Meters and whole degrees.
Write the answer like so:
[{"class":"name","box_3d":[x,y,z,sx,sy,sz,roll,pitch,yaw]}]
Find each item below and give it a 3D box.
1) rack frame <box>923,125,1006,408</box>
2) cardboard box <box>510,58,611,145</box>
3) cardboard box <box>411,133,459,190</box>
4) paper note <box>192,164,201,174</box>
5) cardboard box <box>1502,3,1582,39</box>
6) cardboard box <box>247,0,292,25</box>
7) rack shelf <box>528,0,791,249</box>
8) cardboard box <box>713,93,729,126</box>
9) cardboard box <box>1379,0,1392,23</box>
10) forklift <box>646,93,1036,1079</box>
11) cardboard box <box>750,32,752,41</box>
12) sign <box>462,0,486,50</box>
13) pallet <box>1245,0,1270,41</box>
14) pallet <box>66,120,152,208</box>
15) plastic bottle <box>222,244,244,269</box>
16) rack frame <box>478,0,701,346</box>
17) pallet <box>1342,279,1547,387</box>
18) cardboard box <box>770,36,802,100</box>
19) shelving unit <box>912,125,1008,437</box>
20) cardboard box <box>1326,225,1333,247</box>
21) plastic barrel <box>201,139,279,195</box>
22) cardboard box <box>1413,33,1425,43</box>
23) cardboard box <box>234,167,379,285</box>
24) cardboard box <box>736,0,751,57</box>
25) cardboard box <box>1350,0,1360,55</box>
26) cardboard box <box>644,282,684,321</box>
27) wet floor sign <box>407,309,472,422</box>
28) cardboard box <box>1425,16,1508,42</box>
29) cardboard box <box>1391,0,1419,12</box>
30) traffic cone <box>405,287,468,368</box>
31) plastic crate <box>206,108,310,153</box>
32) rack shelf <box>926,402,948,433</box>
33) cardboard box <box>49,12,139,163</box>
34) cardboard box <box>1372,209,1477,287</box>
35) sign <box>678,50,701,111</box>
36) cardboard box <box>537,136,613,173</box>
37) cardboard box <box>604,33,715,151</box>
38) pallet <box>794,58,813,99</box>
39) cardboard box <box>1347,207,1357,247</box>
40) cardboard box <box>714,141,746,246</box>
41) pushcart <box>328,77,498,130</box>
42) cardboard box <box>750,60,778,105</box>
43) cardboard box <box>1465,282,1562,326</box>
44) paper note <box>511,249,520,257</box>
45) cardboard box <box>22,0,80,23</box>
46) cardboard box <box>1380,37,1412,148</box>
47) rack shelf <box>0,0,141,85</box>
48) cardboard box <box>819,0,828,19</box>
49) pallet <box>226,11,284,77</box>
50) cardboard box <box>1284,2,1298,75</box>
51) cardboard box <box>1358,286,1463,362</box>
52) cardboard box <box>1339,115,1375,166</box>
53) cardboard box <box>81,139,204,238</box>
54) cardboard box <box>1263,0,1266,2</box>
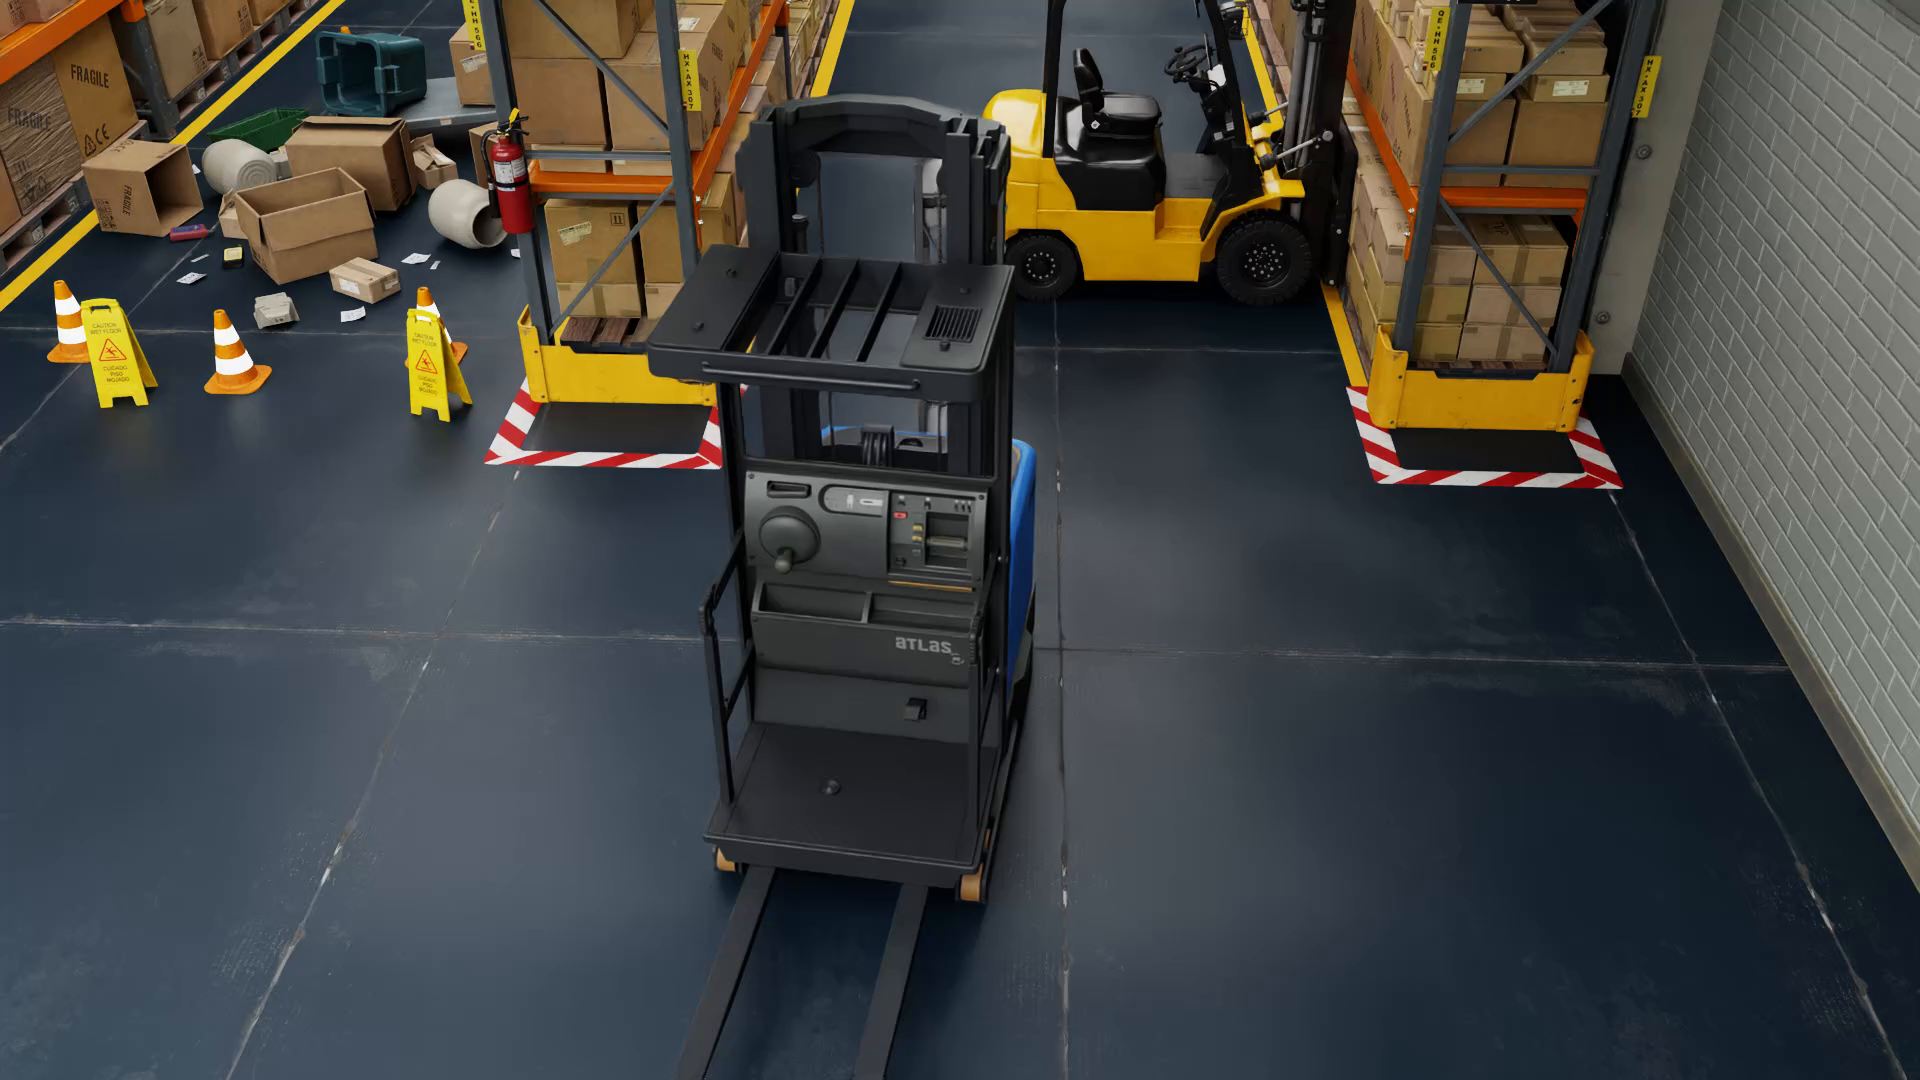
[{"class":"rack frame","box_3d":[0.016,-1.094,8.427,0.400,2.100,0.015,1,35,2]},{"class":"cardboard box","box_3d":[-2.227,-2.568,9.395,0.500,0.500,0.500,1,35,1]},{"class":"cardboard box","box_3d":[-3.990,-2.848,12.517,0.258,0.266,0.396,-24,42,-30]},{"class":"paper note","box_3d":[-5.885,-2.820,12.681,0.147,0.020,0.142,-24,42,-30]},{"class":"cardboard box","box_3d":[3.254,-2.892,9.292,0.380,0.149,0.250,2,35,3]},{"class":"cardboard box","box_3d":[-6.748,-5.141,14.993,1.050,0.750,0.750,2,35,3]},{"class":"rack shelf","box_3d":[-1.893,-2.942,10.898,1.077,0.370,4.000,1,35,2]},{"class":"cardboard box","box_3d":[-1.609,-2.615,10.027,0.380,0.149,0.250,2,35,3]},{"class":"cardboard box","box_3d":[2.747,-3.224,10.023,0.380,0.149,0.250,2,35,2]},{"class":"forklift","box_3d":[-0.392,0.020,6.119,1.130,2.935,3.031,5,35,8]},{"class":"cardboard box","box_3d":[-1.599,-3.360,11.087,0.380,0.149,0.250,1,35,1]},{"class":"sign","box_3d":[-2.527,-2.714,8.667,0.100,0.325,0.005,1,35,2]},{"class":"pallet","box_3d":[3.236,-4.958,15.566,1.003,0.211,1.213,1,35,2]},{"class":"pallet","box_3d":[-6.872,-2.865,12.589,1.003,0.211,1.213,1,35,2]},{"class":"plastic bottle","box_3d":[-4.990,-1.952,11.420,0.133,0.061,0.283,-10,36,-14]},{"class":"rack frame","box_3d":[-1.973,-2.087,9.056,1.000,3.000,0.127,1,35,2]},{"class":"pallet","box_3d":[2.975,-1.274,10.325,1.003,0.211,1.213,1,35,2]},{"class":"cardboard box","box_3d":[-1.794,-3.783,13.390,0.950,0.372,0.625,2,35,2]},{"class":"shelving unit","box_3d":[0.007,-0.954,8.227,0.431,2.100,0.503,1,35,2]},{"class":"cardboard box","box_3d":[2.747,-2.170,11.201,0.500,0.250,0.500,2,35,3]},{"class":"plastic barrel","box_3d":[-5.276,-2.700,12.169,0.512,0.421,0.421,28,44,33]},{"class":"cardboard box","box_3d":[2.773,-2.782,9.394,0.380,0.149,0.250,2,35,3]},{"class":"cardboard box","box_3d":[-4.433,-2.133,11.293,0.797,0.503,0.637,-24,42,-30]},{"class":"cardboard box","box_3d":[-1.628,-3.398,10.576,0.500,0.500,0.500,1,35,1]},{"class":"cardboard box","box_3d":[2.845,-3.474,10.943,0.500,0.500,0.500,1,35,1]},{"class":"cardboard box","box_3d":[-1.665,-1.591,10.377,0.500,0.250,0.500,1,35,1]},{"class":"wet floor sign","box_3d":[-3.050,-1.039,9.613,0.267,0.644,0.232,13,37,18]},{"class":"cardboard box","box_3d":[2.769,-2.755,9.098,0.380,0.149,0.250,1,35,2]},{"class":"cardboard box","box_3d":[2.736,-3.200,9.730,0.380,0.149,0.250,2,35,3]},{"class":"traffic cone","box_3d":[-3.245,-1.326,10.180,0.336,0.463,0.334,1,35,2]},{"class":"plastic crate","box_3d":[-5.461,-3.184,13.013,0.450,0.188,0.662,11,35,32]},{"class":"rack shelf","box_3d":[0.007,-0.370,8.638,0.431,0.518,0.480,1,35,2]},{"class":"cardboard box","box_3d":[-6.858,-3.384,12.385,0.875,0.875,0.875,2,35,3]},{"class":"cardboard box","box_3d":[2.693,-1.702,9.665,0.500,0.250,0.500,2,35,3]},{"class":"sign","box_3d":[-1.431,-2.429,8.790,0.100,0.325,0.005,1,35,2]},{"class":"cardboard box","box_3d":[-2.172,-2.204,9.441,0.380,0.149,0.250,2,35,3]},{"class":"cardboard box","box_3d":[-1.677,-2.515,9.320,0.500,0.500,0.500,1,35,1]},{"class":"pallet","box_3d":[-1.783,-3.692,13.765,1.003,0.211,1.213,1,35,2]},{"class":"cardboard box","box_3d":[2.724,-2.098,10.663,0.500,0.250,0.500,1,35,1]},{"class":"cardboard box","box_3d":[-1.648,-2.212,10.608,0.500,0.500,0.500,0,35,0]},{"class":"pushcart","box_3d":[-4.093,-3.336,13.114,1.648,0.377,0.936,-10,36,-14]},{"class":"cardboard box","box_3d":[-1.587,-3.100,11.872,0.500,0.500,0.500,2,35,3]},{"class":"cardboard box","box_3d":[3.213,-1.491,9.800,0.500,0.250,0.500,2,35,3]},{"class":"paper note","box_3d":[-3.031,-1.996,11.509,0.142,0.019,0.148,-10,36,-14]},{"class":"cardboard box","box_3d":[-6.765,-3.974,11.611,0.875,0.550,0.550,1,35,2]},{"class":"cardboard box","box_3d":[2.774,-2.602,9.702,0.500,0.500,0.500,2,35,3]},{"class":"rack shelf","box_3d":[-6.843,-2.998,10.978,1.077,0.370,4.000,1,35,2]},{"class":"cardboard box","box_3d":[-1.706,-5.031,15.166,0.950,0.372,0.625,1,35,1]},{"class":"pallet","box_3d":[-6.761,-4.448,14.841,1.003,0.211,1.213,1,35,2]},{"class":"cardboard box","box_3d":[3.196,-4.218,13.789,0.875,0.625,0.625,1,35,1]},{"class":"cardboard box","box_3d":[2.690,-1.299,9.961,0.500,0.250,0.500,2,35,2]},{"class":"cardboard box","box_3d":[2.746,-2.577,10.910,0.500,0.250,0.500,1,35,1]},{"class":"cardboard box","box_3d":[-5.800,-2.504,11.822,0.500,0.500,0.500,7,36,10]},{"class":"cardboard box","box_3d":[3.269,-5.413,15.489,0.875,0.625,0.625,2,35,3]}]
